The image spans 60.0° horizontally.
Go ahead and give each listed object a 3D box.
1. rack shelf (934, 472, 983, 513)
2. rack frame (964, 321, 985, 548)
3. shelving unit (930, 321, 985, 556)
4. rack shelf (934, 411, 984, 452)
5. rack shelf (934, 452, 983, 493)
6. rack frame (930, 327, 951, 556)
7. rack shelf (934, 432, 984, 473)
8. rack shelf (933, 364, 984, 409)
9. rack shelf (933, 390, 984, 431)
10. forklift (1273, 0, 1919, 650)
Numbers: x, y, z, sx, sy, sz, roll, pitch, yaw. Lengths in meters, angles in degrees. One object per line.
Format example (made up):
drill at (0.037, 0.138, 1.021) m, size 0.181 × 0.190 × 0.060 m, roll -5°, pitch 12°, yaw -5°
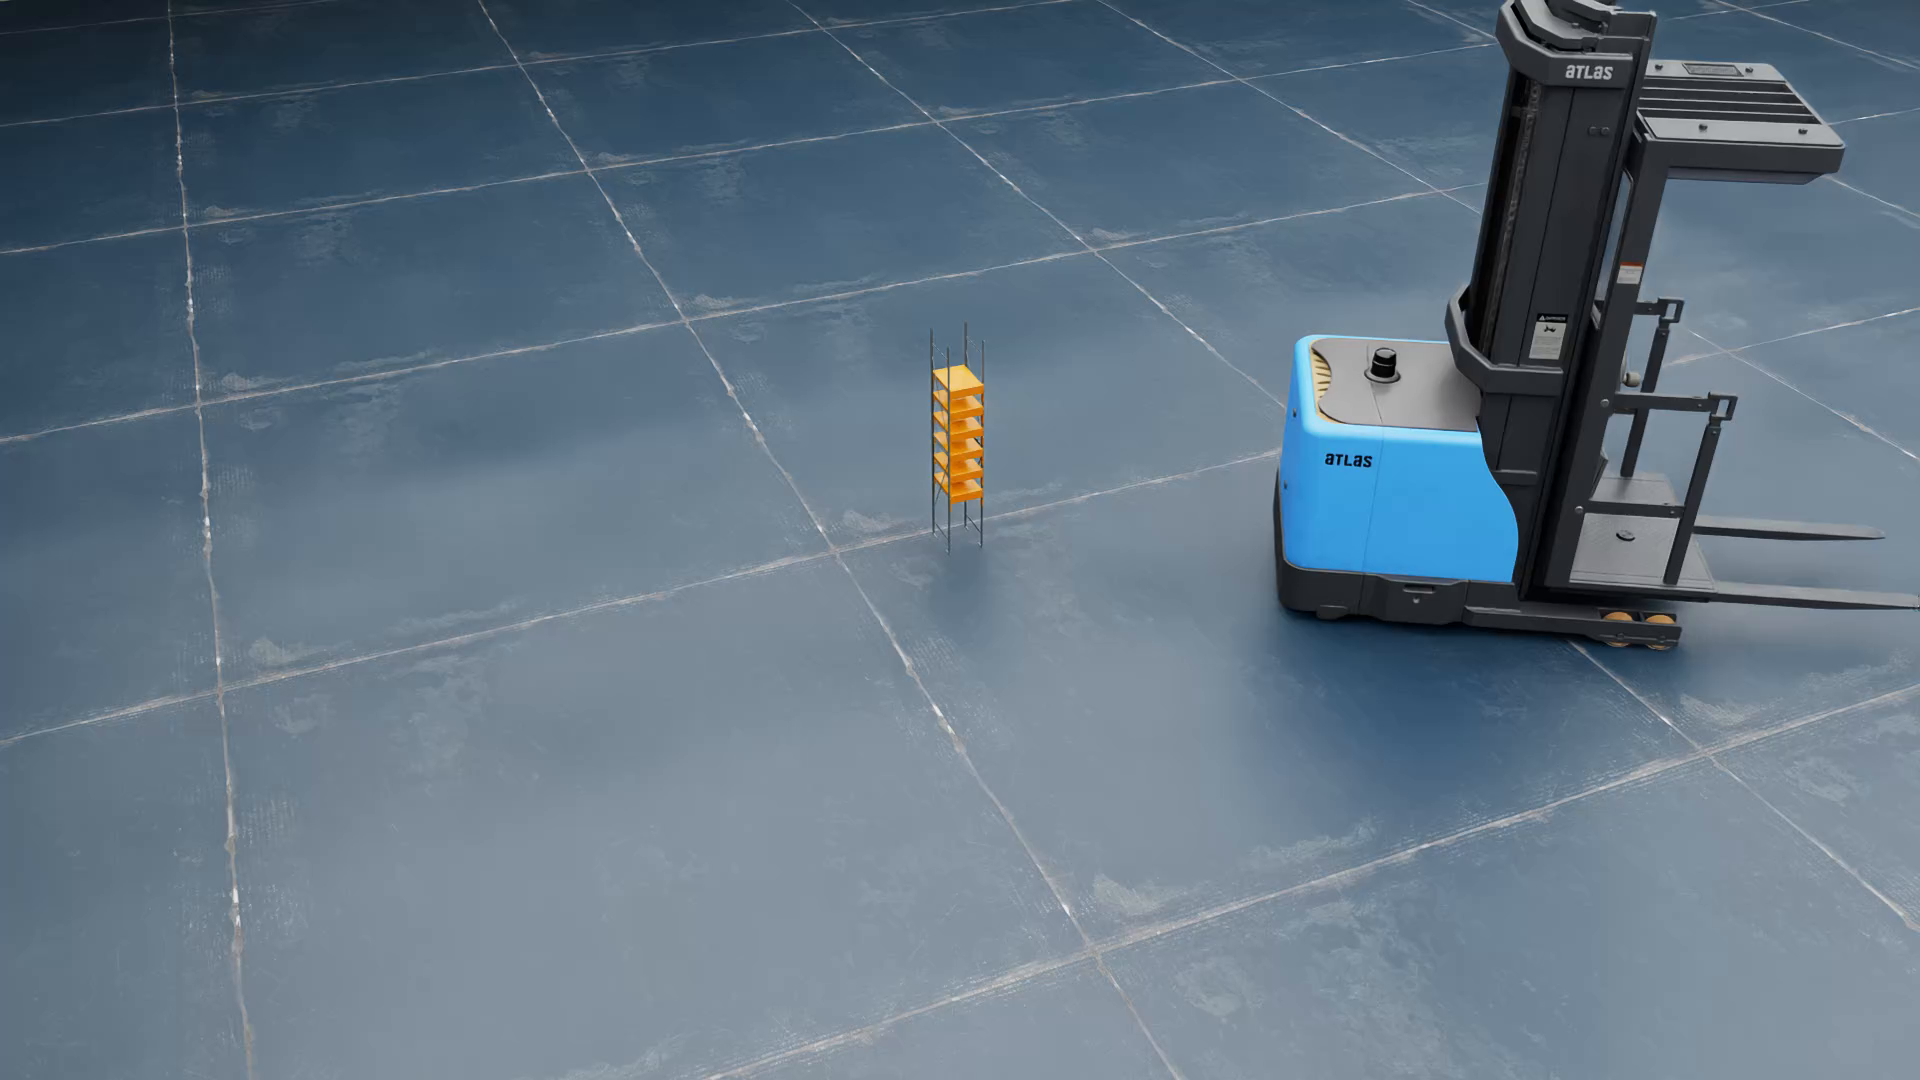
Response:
rack shelf at (-0.013, -0.261, 8.573) m, size 0.180 × 0.103 × 0.258 m, roll -13°, pitch 35°, yaw -19°
rack frame at (0.071, -0.519, 8.448) m, size 0.006 × 1.200 × 0.240 m, roll -13°, pitch 35°, yaw -19°
shelving unit at (-0.013, -0.500, 8.418) m, size 0.189 × 1.200 × 0.258 m, roll -13°, pitch 35°, yaw -19°
rack shelf at (-0.013, -0.563, 8.377) m, size 0.180 × 0.103 × 0.258 m, roll -13°, pitch 35°, yaw -19°
rack shelf at (-0.013, -0.362, 8.508) m, size 0.180 × 0.103 × 0.258 m, roll -13°, pitch 35°, yaw -19°
rack frame at (-0.098, -0.481, 8.388) m, size 0.006 × 1.200 × 0.240 m, roll -13°, pitch 35°, yaw -19°
rack shelf at (-0.013, -0.463, 8.442) m, size 0.180 × 0.103 × 0.258 m, roll -13°, pitch 35°, yaw -19°
rack shelf at (-0.013, -0.764, 8.246) m, size 0.180 × 0.103 × 0.258 m, roll -13°, pitch 35°, yaw -19°
rack shelf at (-0.013, -0.664, 8.311) m, size 0.180 × 0.103 × 0.258 m, roll -13°, pitch 35°, yaw -19°
forklift at (3.122, -1.012, 7.618) m, size 3.031 × 2.935 × 1.130 m, roll 4°, pitch 33°, yaw 6°
